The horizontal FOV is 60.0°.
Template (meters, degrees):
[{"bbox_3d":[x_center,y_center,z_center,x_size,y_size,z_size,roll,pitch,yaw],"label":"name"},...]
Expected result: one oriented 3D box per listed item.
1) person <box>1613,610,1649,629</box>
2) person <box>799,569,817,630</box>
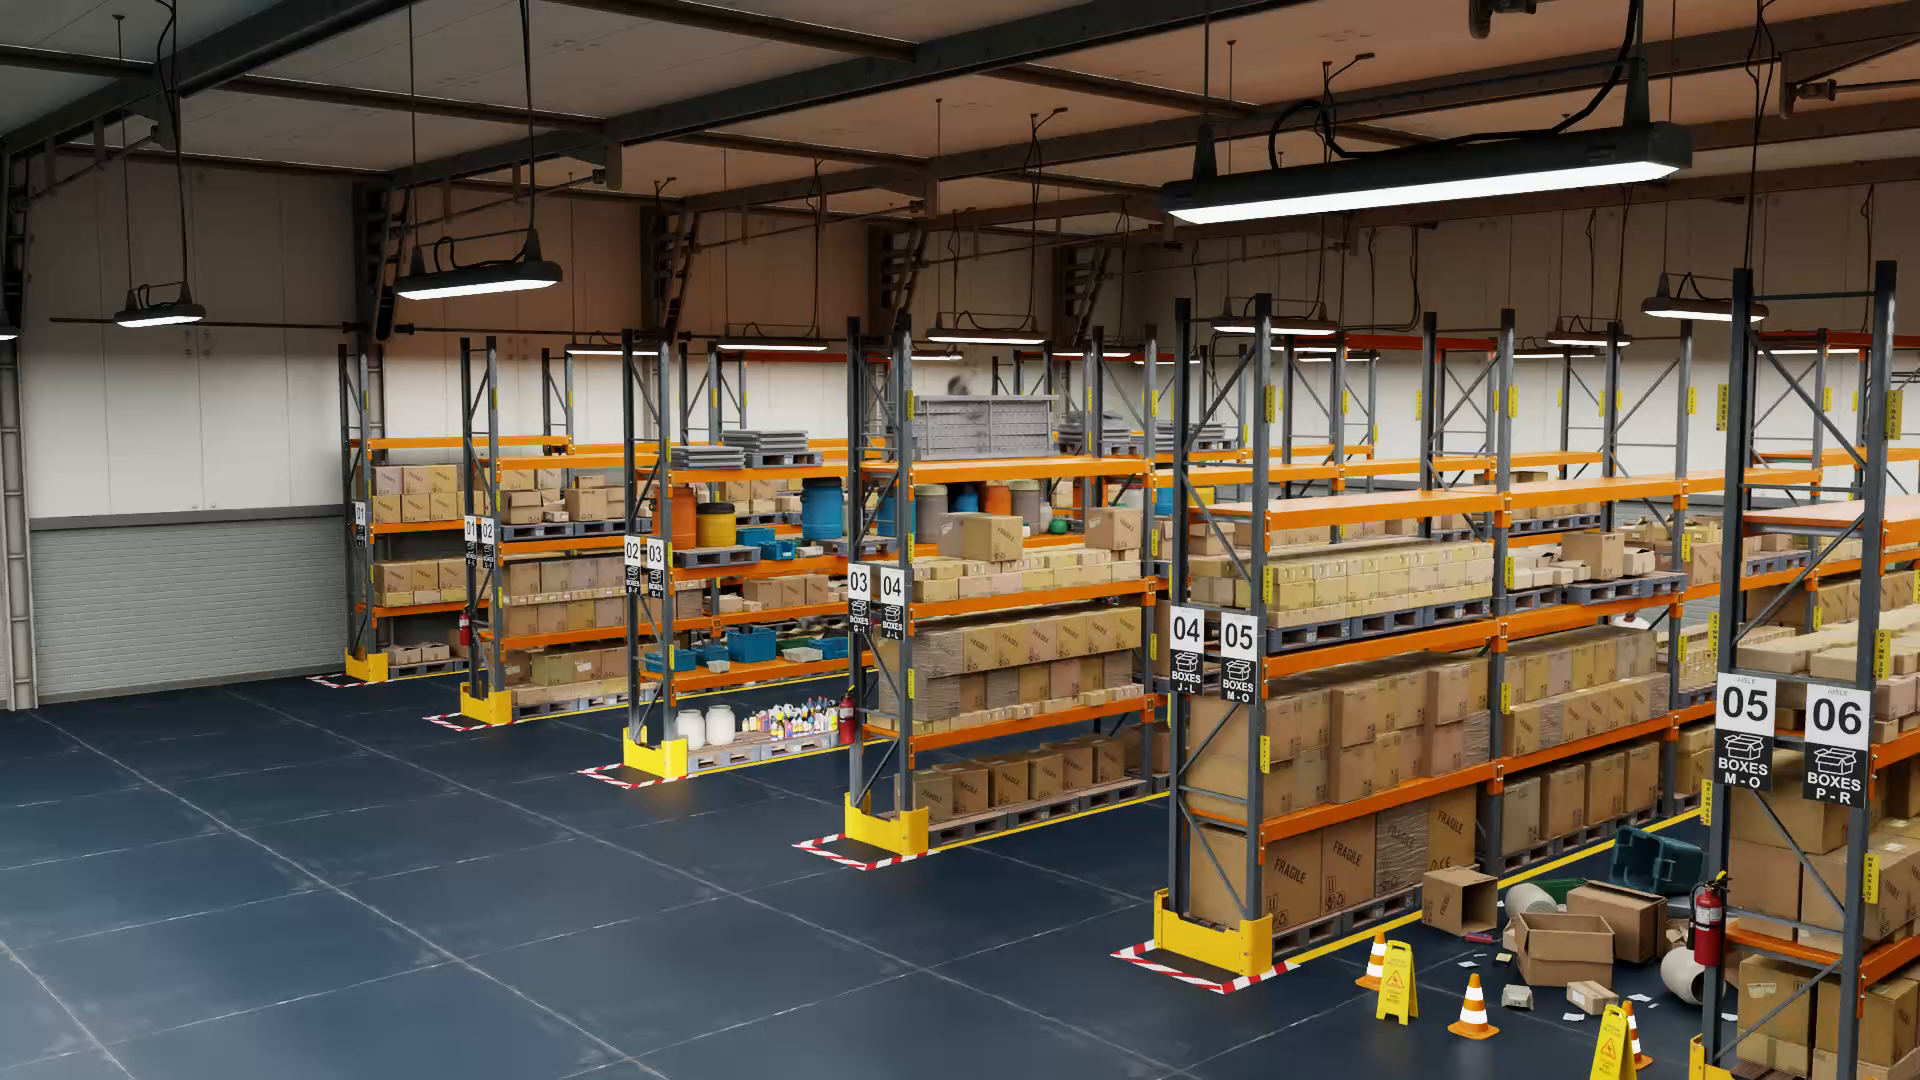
[{"bbox_3d":[10.796,1.879,26.871,0.674,1.832,0.779,4,6,37],"label":"person"},{"bbox_3d":[-2.922,1.410,32.735,0.710,1.690,0.944,5,7,43],"label":"person"}]
